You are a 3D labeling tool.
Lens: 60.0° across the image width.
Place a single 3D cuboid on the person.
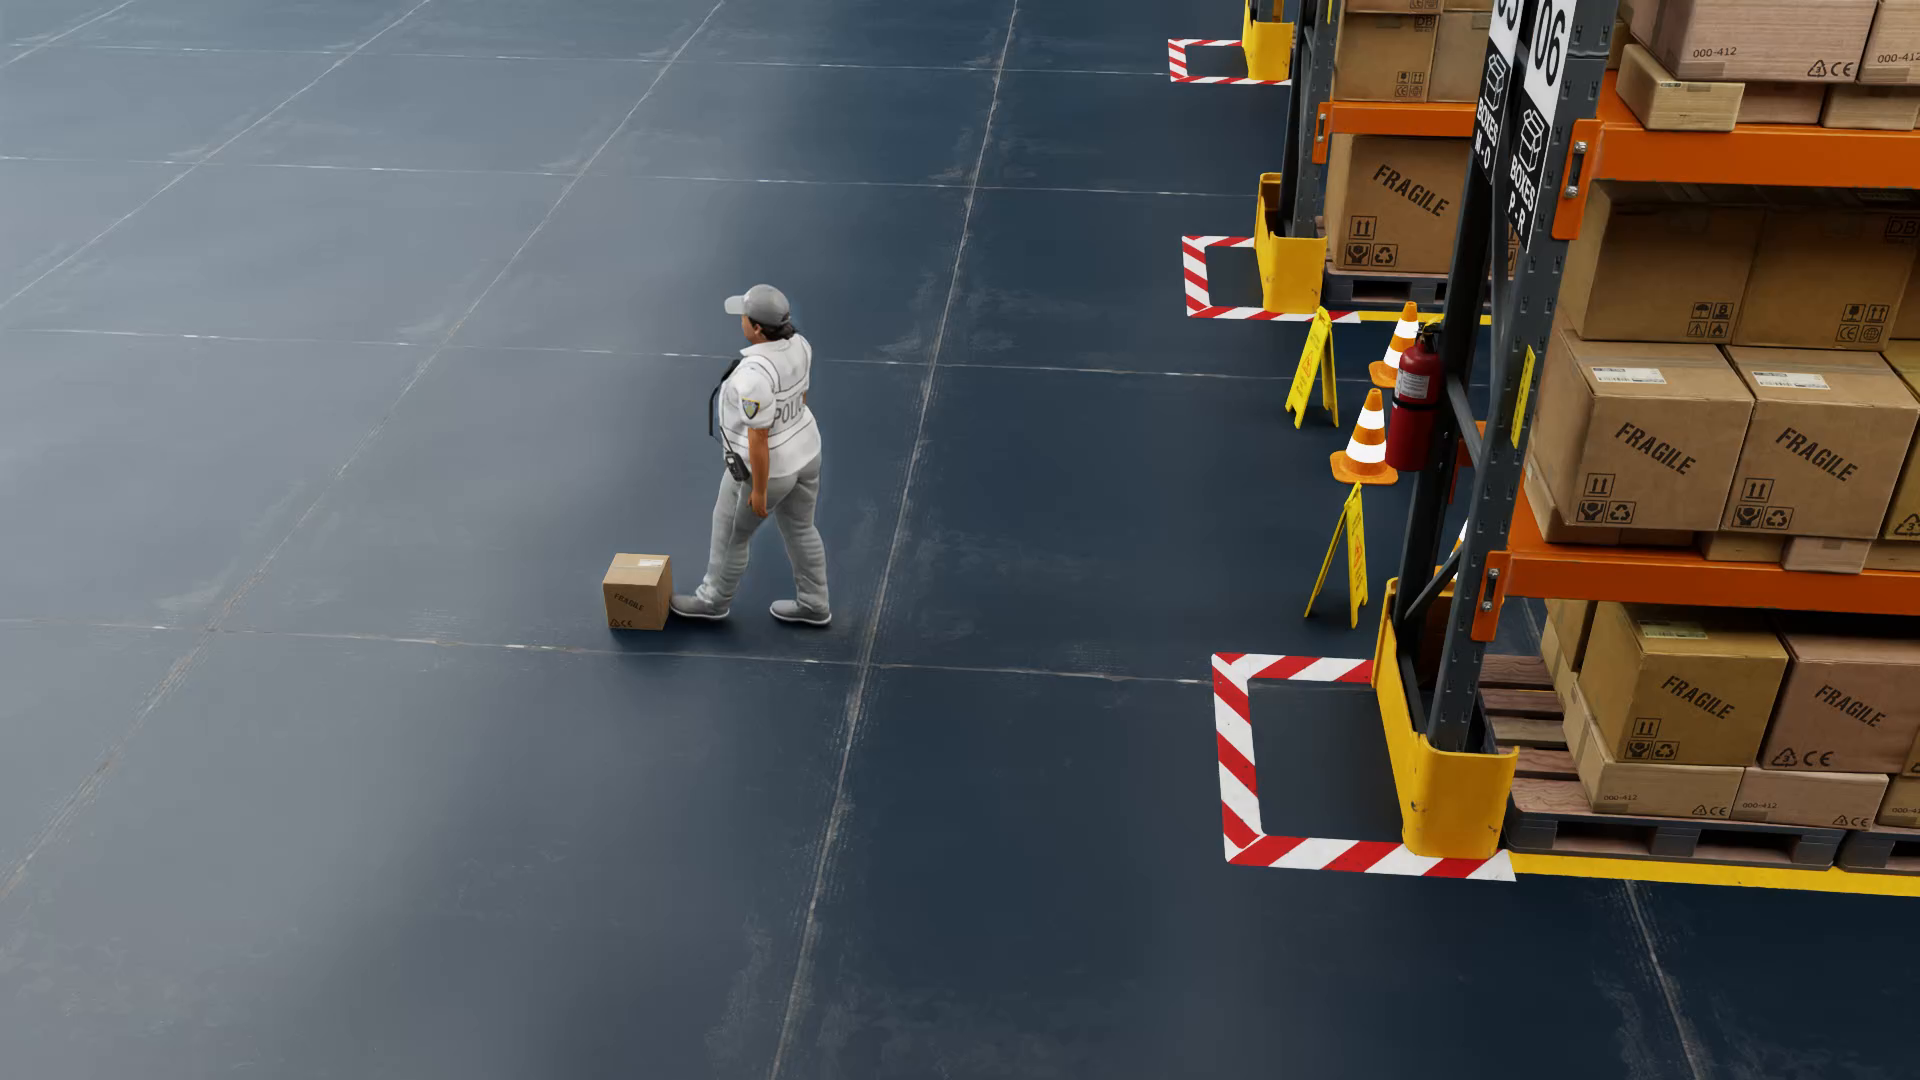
[{"bbox_3d":[-0.933,-0.372,7.241,0.709,1.652,0.486,17,36,25],"label":"person"}]
